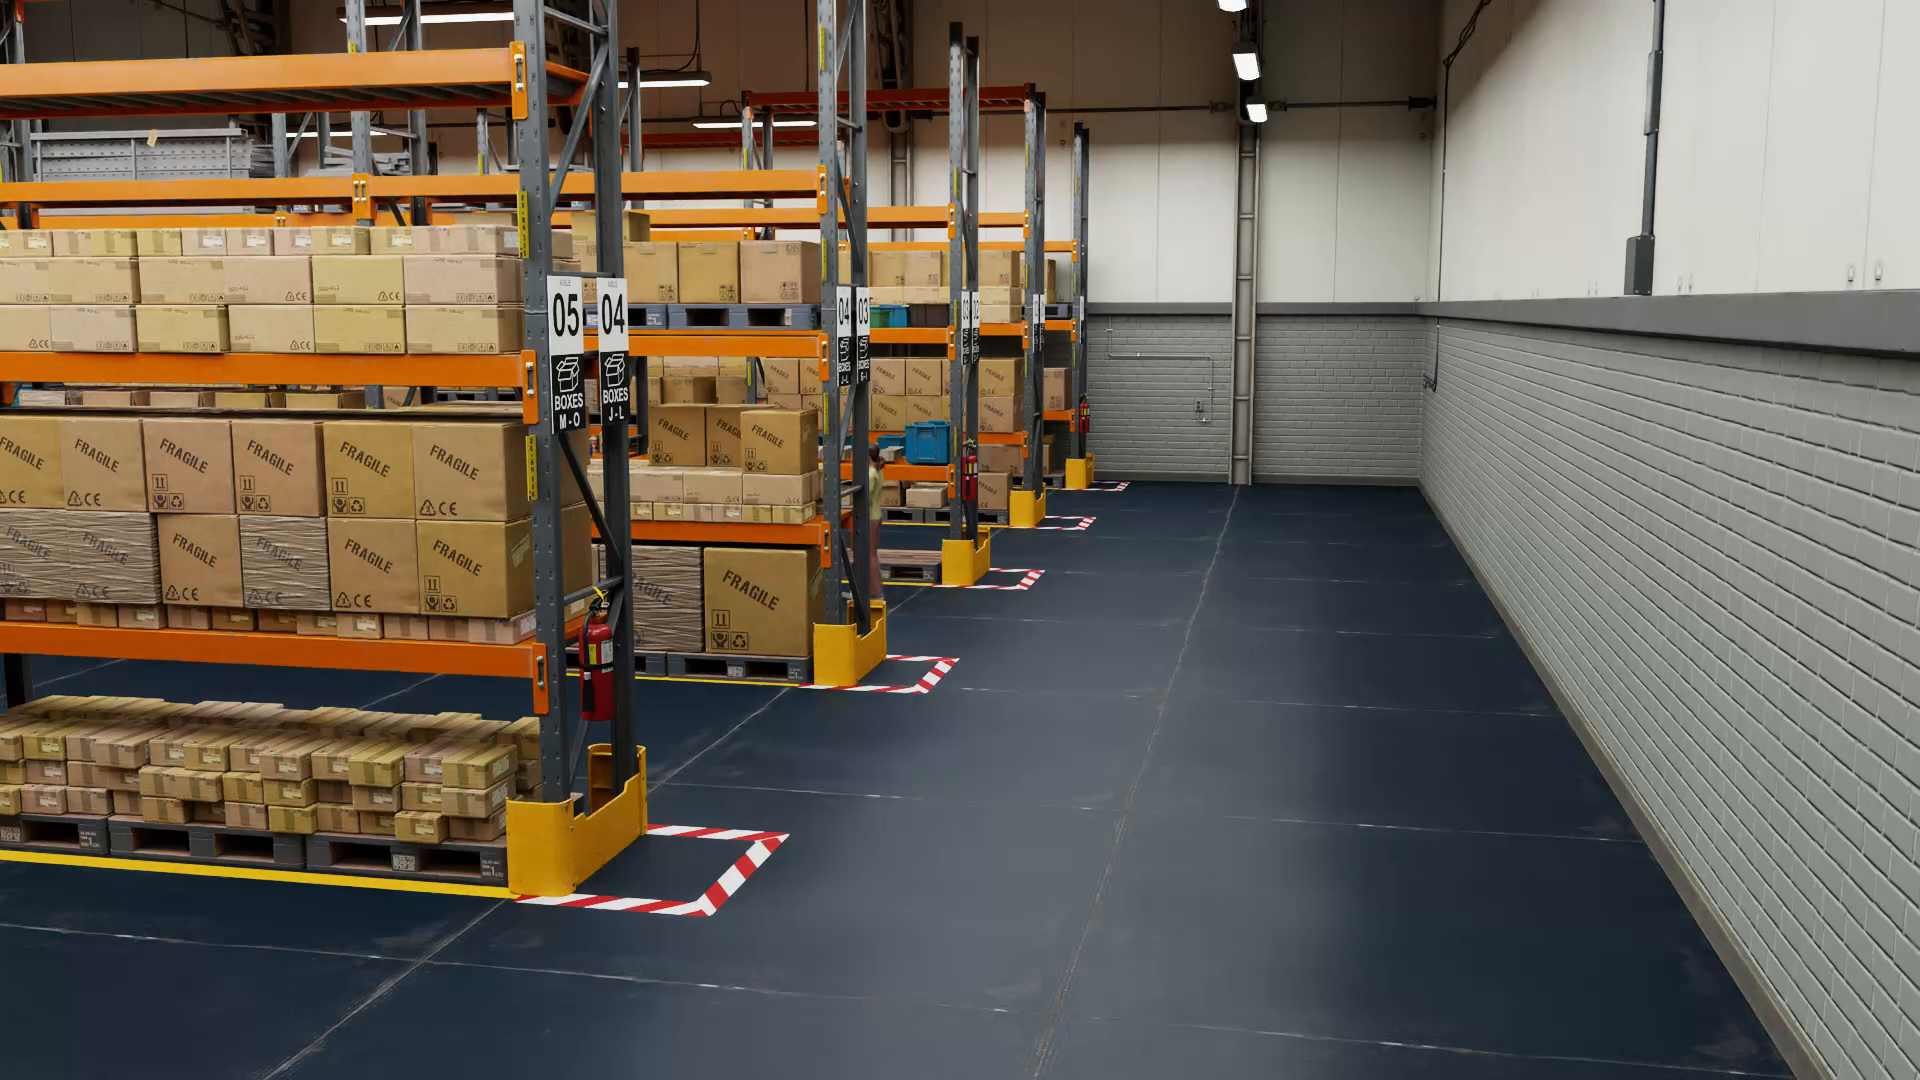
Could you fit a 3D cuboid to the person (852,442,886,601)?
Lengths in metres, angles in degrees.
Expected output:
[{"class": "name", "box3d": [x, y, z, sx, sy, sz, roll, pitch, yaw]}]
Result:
[{"class": "person", "box3d": [-0.934, -0.175, 17.095, 0.369, 1.669, 0.440, 2, 8, 12]}]
